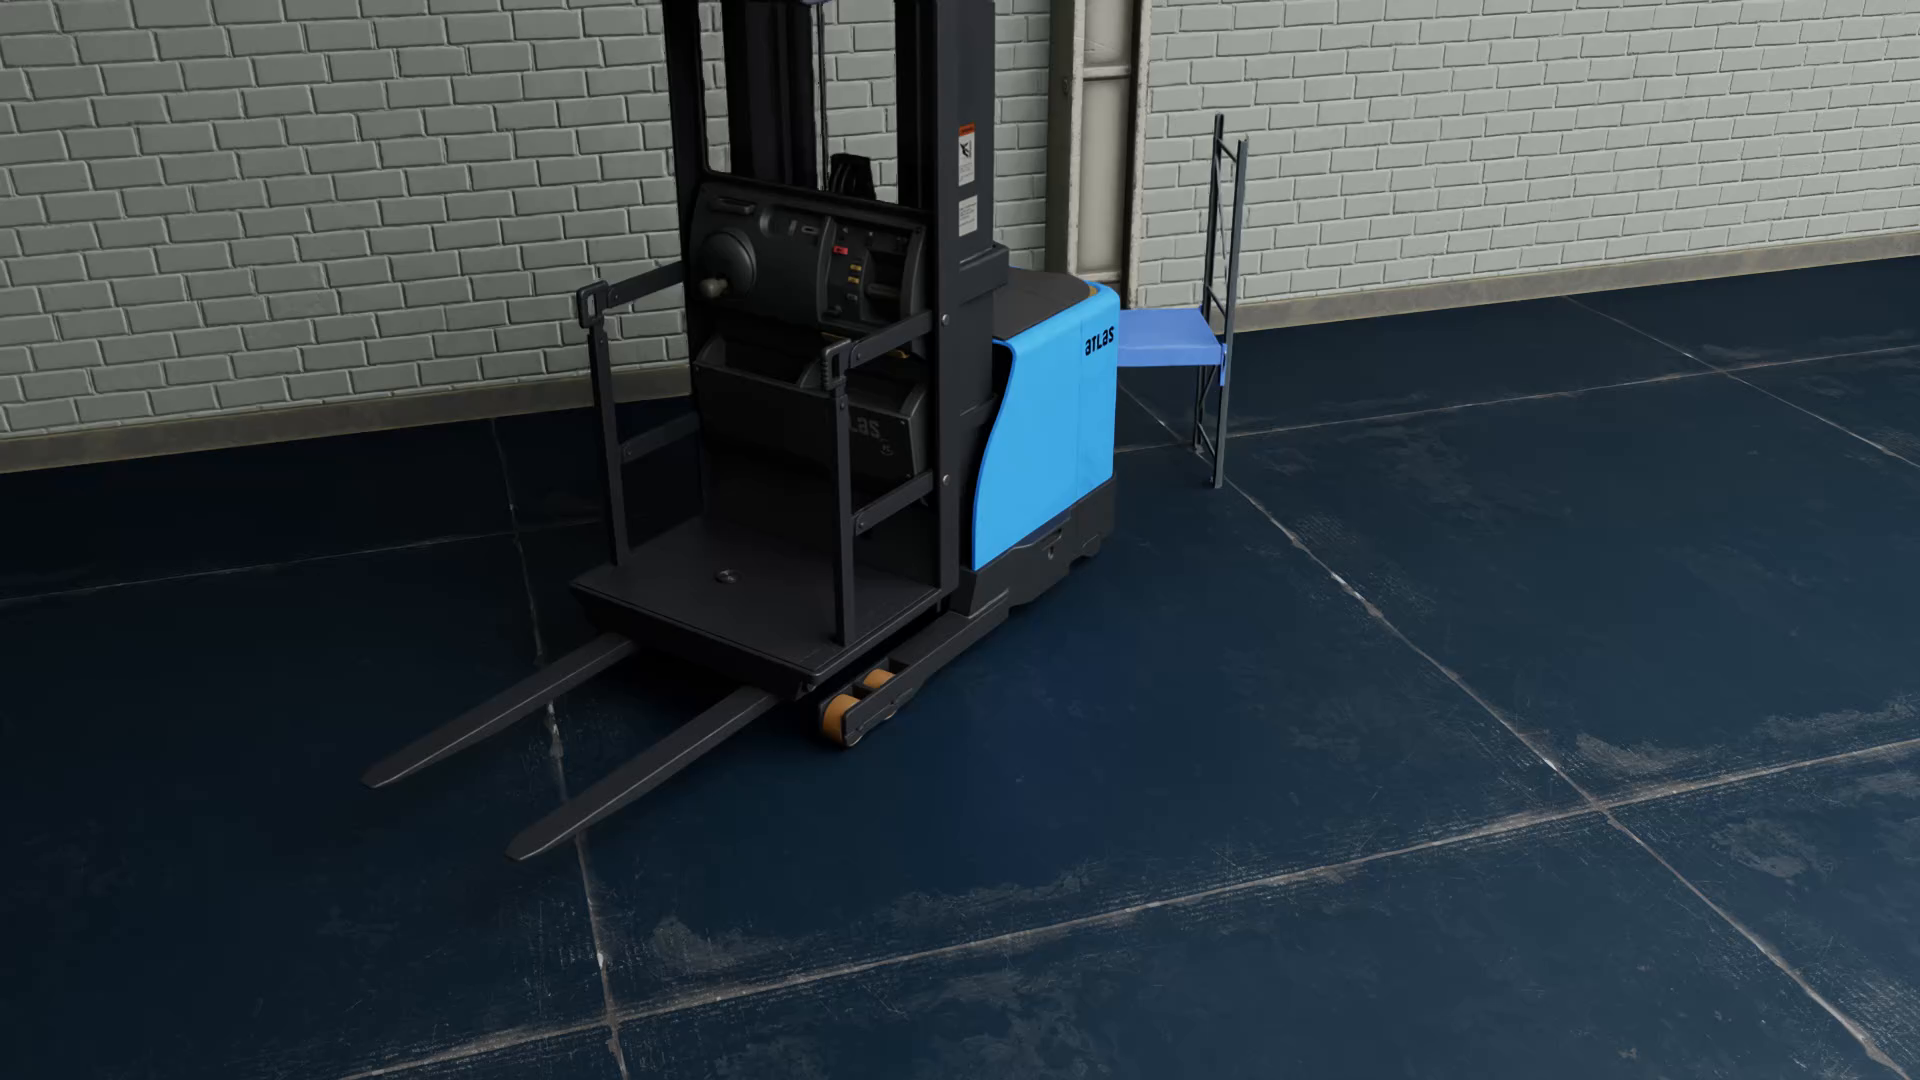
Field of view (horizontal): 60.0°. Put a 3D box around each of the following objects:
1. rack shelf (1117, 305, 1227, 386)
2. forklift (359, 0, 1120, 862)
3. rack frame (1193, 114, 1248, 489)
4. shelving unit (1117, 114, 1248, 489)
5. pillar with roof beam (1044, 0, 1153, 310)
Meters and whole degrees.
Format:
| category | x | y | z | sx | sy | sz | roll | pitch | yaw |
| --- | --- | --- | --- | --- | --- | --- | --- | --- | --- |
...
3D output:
| category | x | y | z | sx | sy | sz | roll | pitch | yaw |
| --- | --- | --- | --- | --- | --- | --- | --- | --- | --- |
| rack shelf | 0.594 | -0.829 | 7.139 | 1.000 | 0.185 | 0.538 | -2 | 26 | -3 |
| forklift | -0.624 | -0.885 | 5.236 | 1.130 | 2.935 | 3.031 | 17 | 31 | 30 |
| rack frame | 1.101 | -1.005 | 7.088 | 0.032 | 1.500 | 0.500 | -2 | 26 | -3 |
| shelving unit | 0.594 | -0.991 | 7.059 | 1.048 | 1.500 | 0.538 | -2 | 26 | -3 |
| pillar with roof beam | 2.001 | -3.158 | 2.991 | 0.400 | 9.000 | 9.100 | -8 | 28 | -16 |
